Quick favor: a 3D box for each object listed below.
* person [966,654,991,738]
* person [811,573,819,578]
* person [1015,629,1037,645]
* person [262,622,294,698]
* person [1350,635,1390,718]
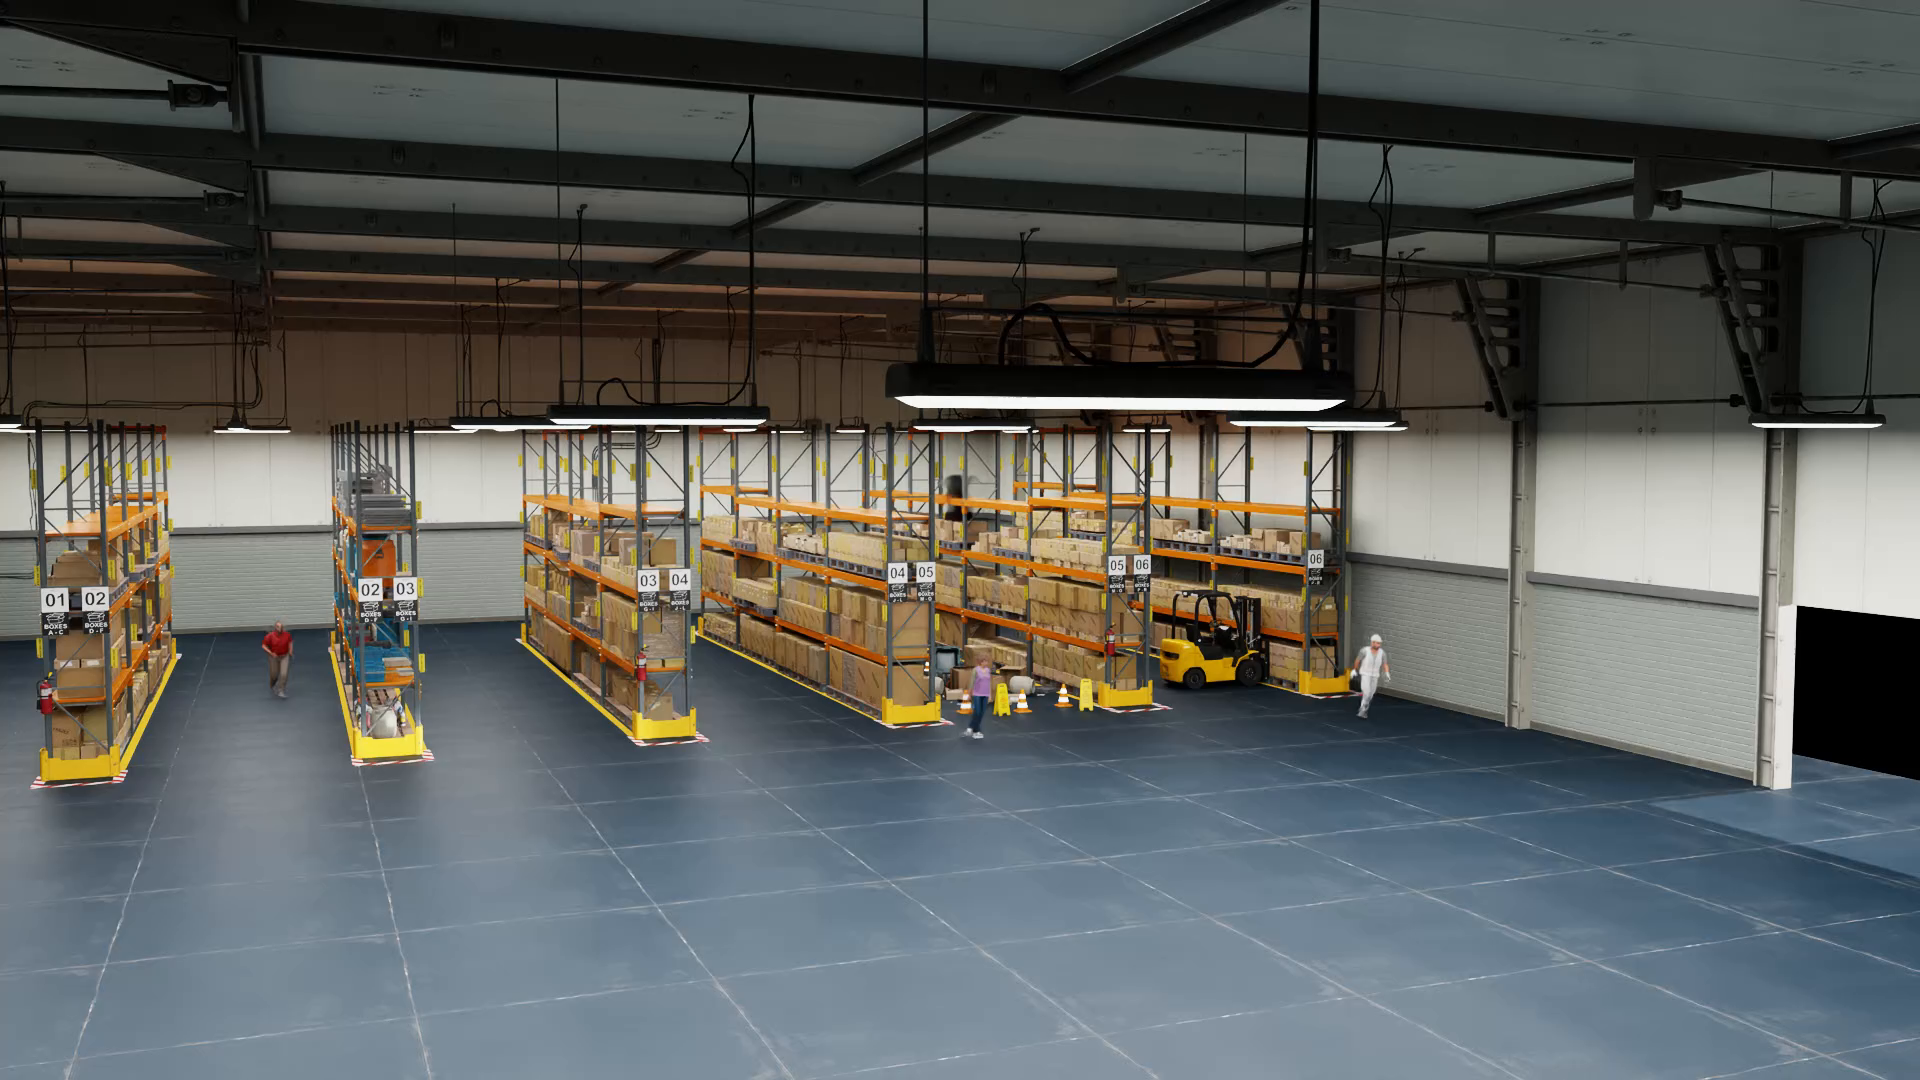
[{"bbox_3d":[0.352,3.007,31.457,0.501,1.480,0.406,-3,4,-36],"label":"person"},{"bbox_3d":[-4.365,1.732,50.796,0.853,1.670,0.644,-3,4,-38],"label":"person"},{"bbox_3d":[1.732,2.024,44.935,0.684,1.762,0.957,-2,4,-28],"label":"person"},{"bbox_3d":[-14.999,2.613,36.570,0.659,1.677,0.775,-2,4,-31],"label":"person"},{"bbox_3d":[8.271,2.750,33.481,0.644,1.725,0.727,-1,4,-12],"label":"person"}]
